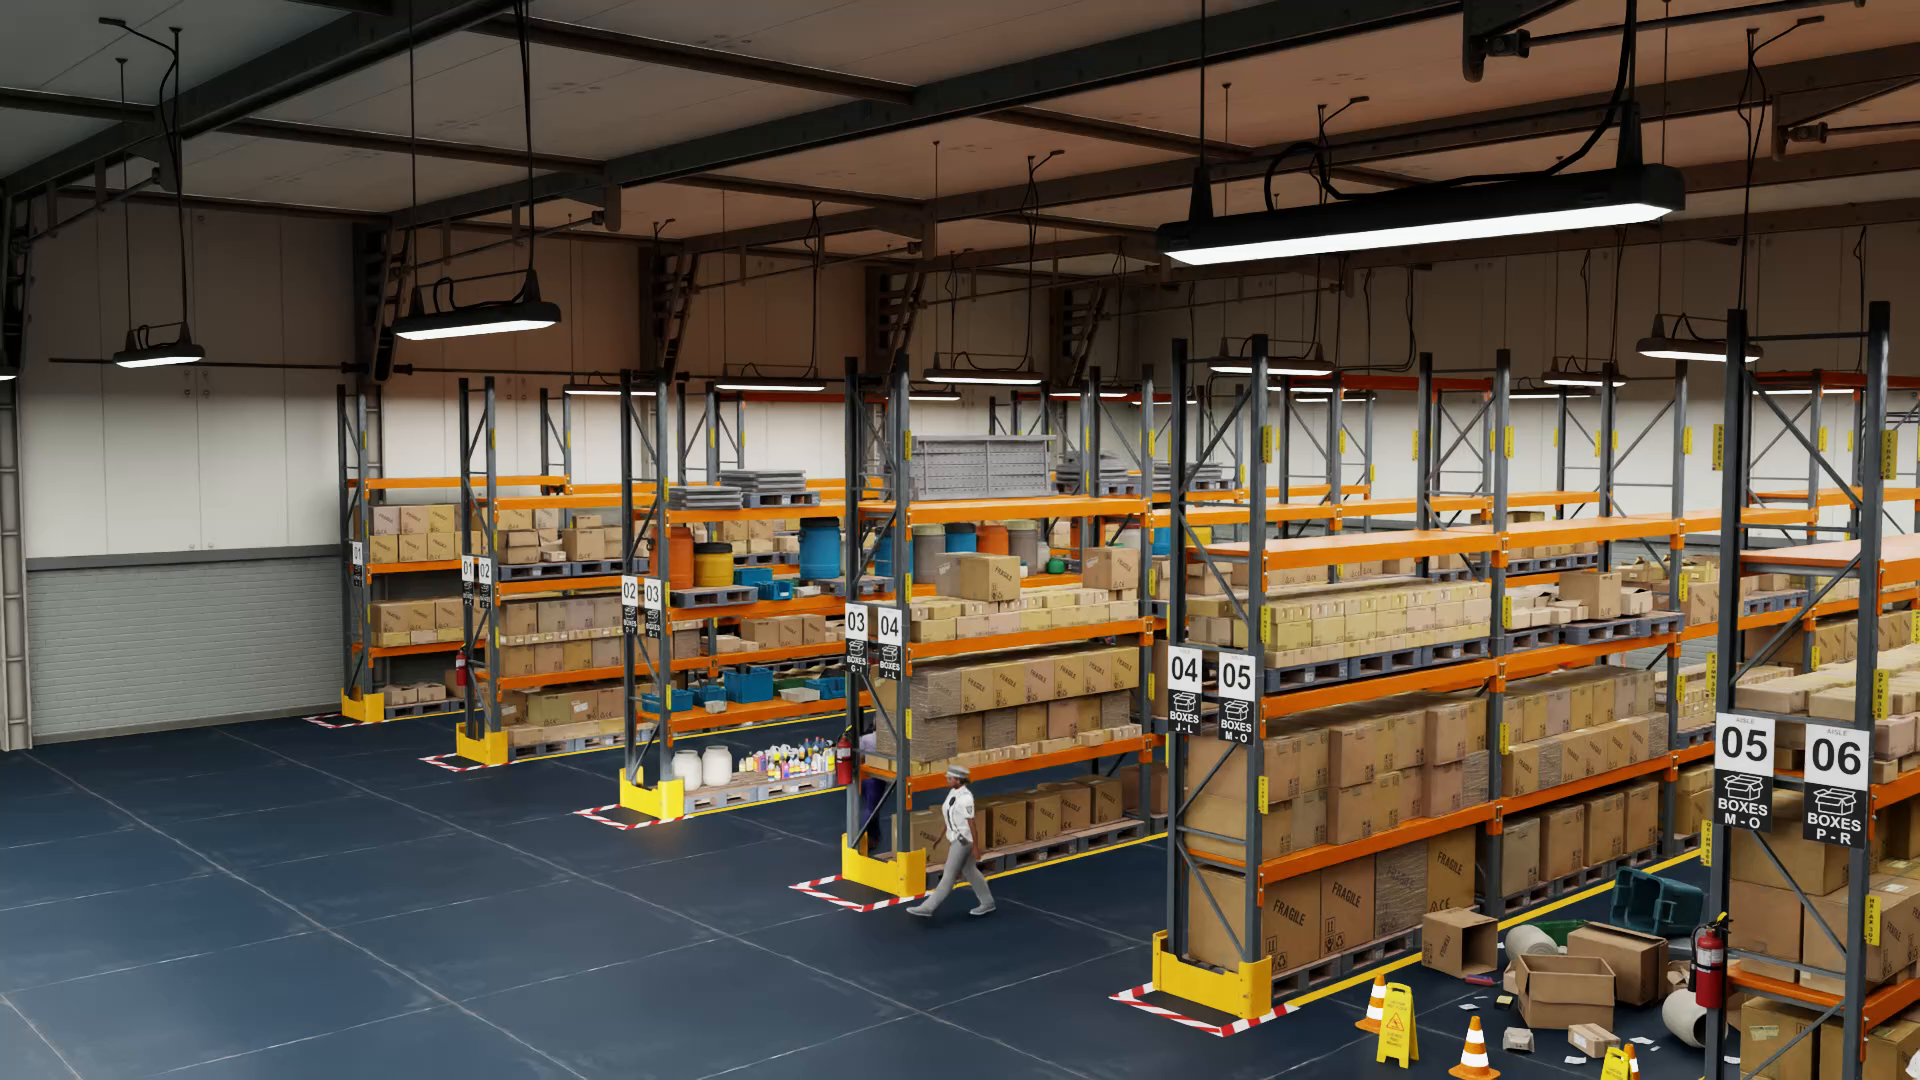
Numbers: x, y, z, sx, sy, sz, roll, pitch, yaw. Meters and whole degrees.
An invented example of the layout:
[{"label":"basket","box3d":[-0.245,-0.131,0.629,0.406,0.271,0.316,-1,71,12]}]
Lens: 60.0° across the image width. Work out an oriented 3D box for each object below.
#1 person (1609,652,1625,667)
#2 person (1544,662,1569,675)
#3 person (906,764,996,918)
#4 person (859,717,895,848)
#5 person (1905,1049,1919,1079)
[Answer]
[{"label":"person","box3d":[12.160,2.300,30.971,1.090,1.599,0.477,0,4,-6]},{"label":"person","box3d":[9.126,2.633,25.445,0.617,1.743,0.714,2,4,29]},{"label":"person","box3d":[-0.102,3.176,17.576,1.012,1.628,0.492,-1,4,-11]},{"label":"person","box3d":[-1.059,3.030,20.604,0.500,1.681,0.606,3,5,43]},{"label":"person","box3d":[5.337,3.695,9.190,0.558,1.815,0.626,-3,5,-35]}]
